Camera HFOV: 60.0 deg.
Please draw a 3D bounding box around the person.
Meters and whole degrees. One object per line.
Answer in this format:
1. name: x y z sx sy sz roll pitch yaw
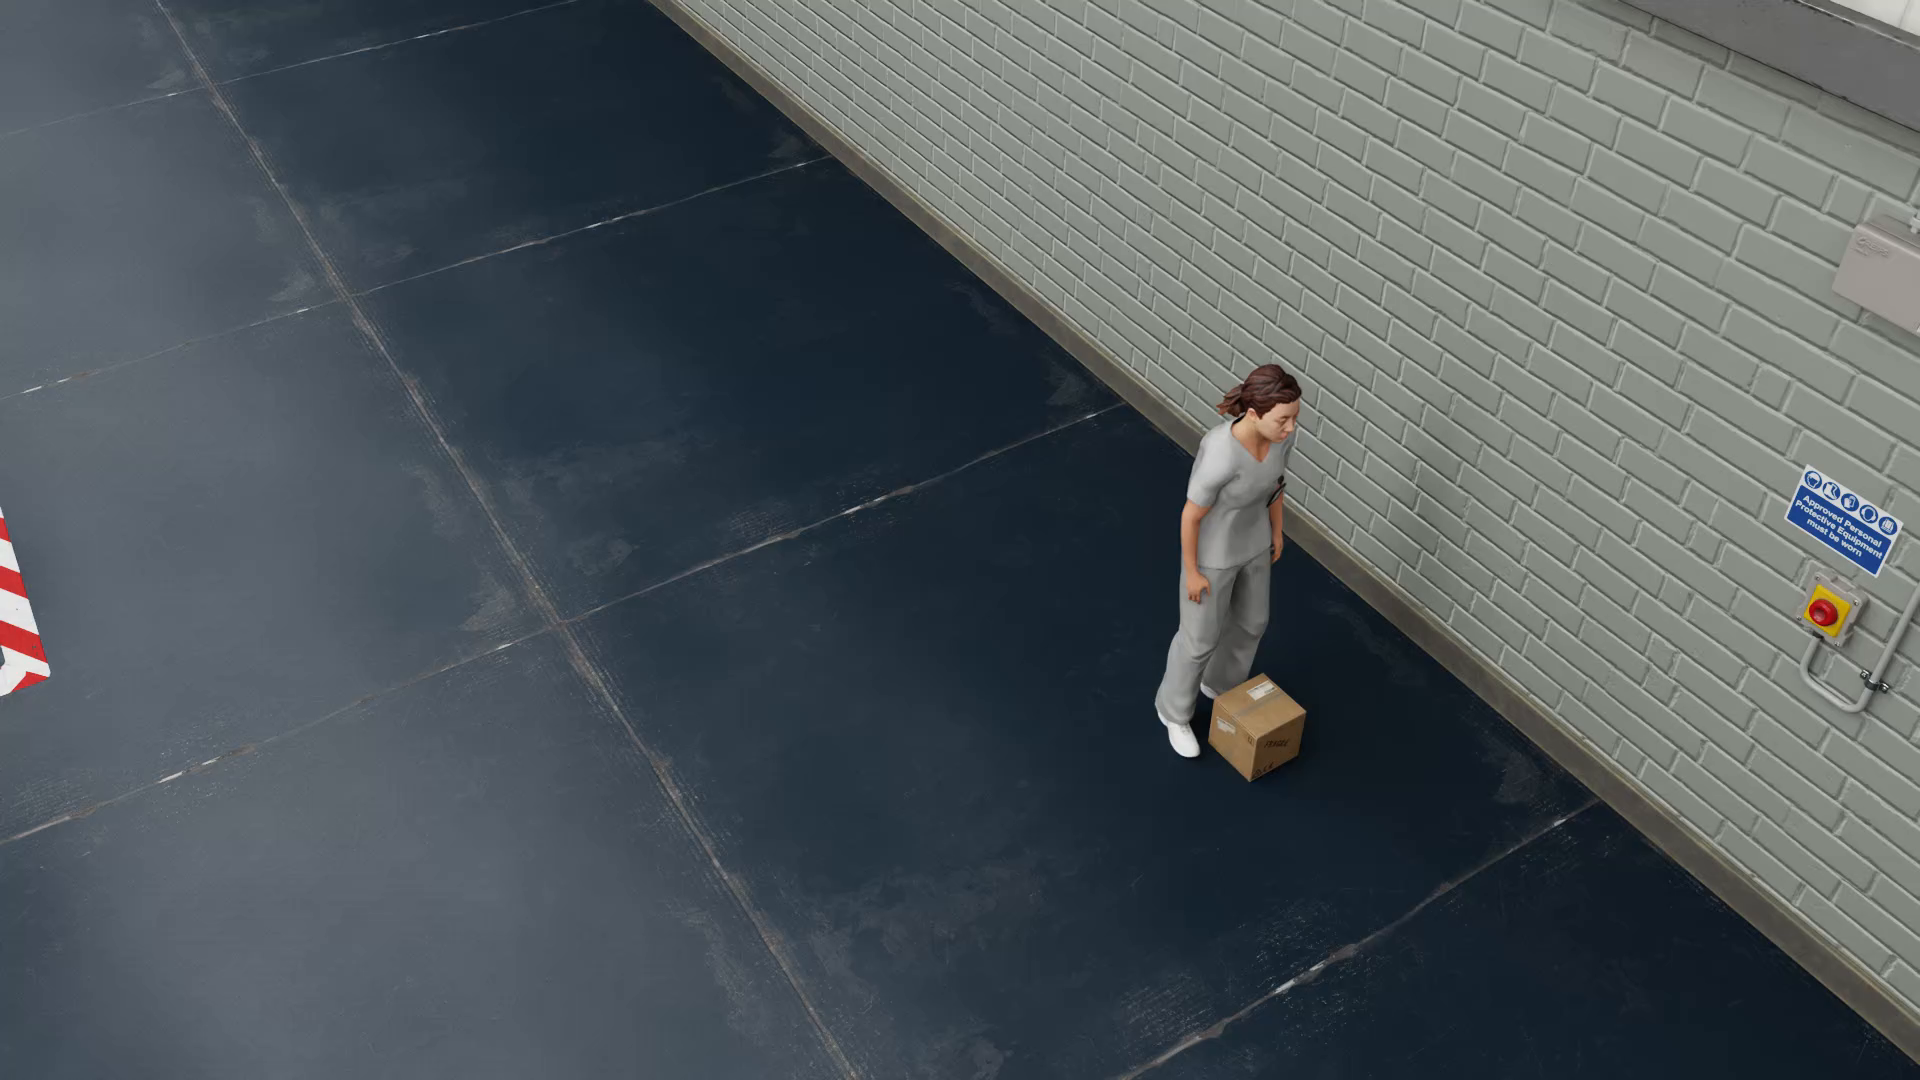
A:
1. person: 0.994 0.053 6.099 0.511 1.671 0.362 -25 47 -26
